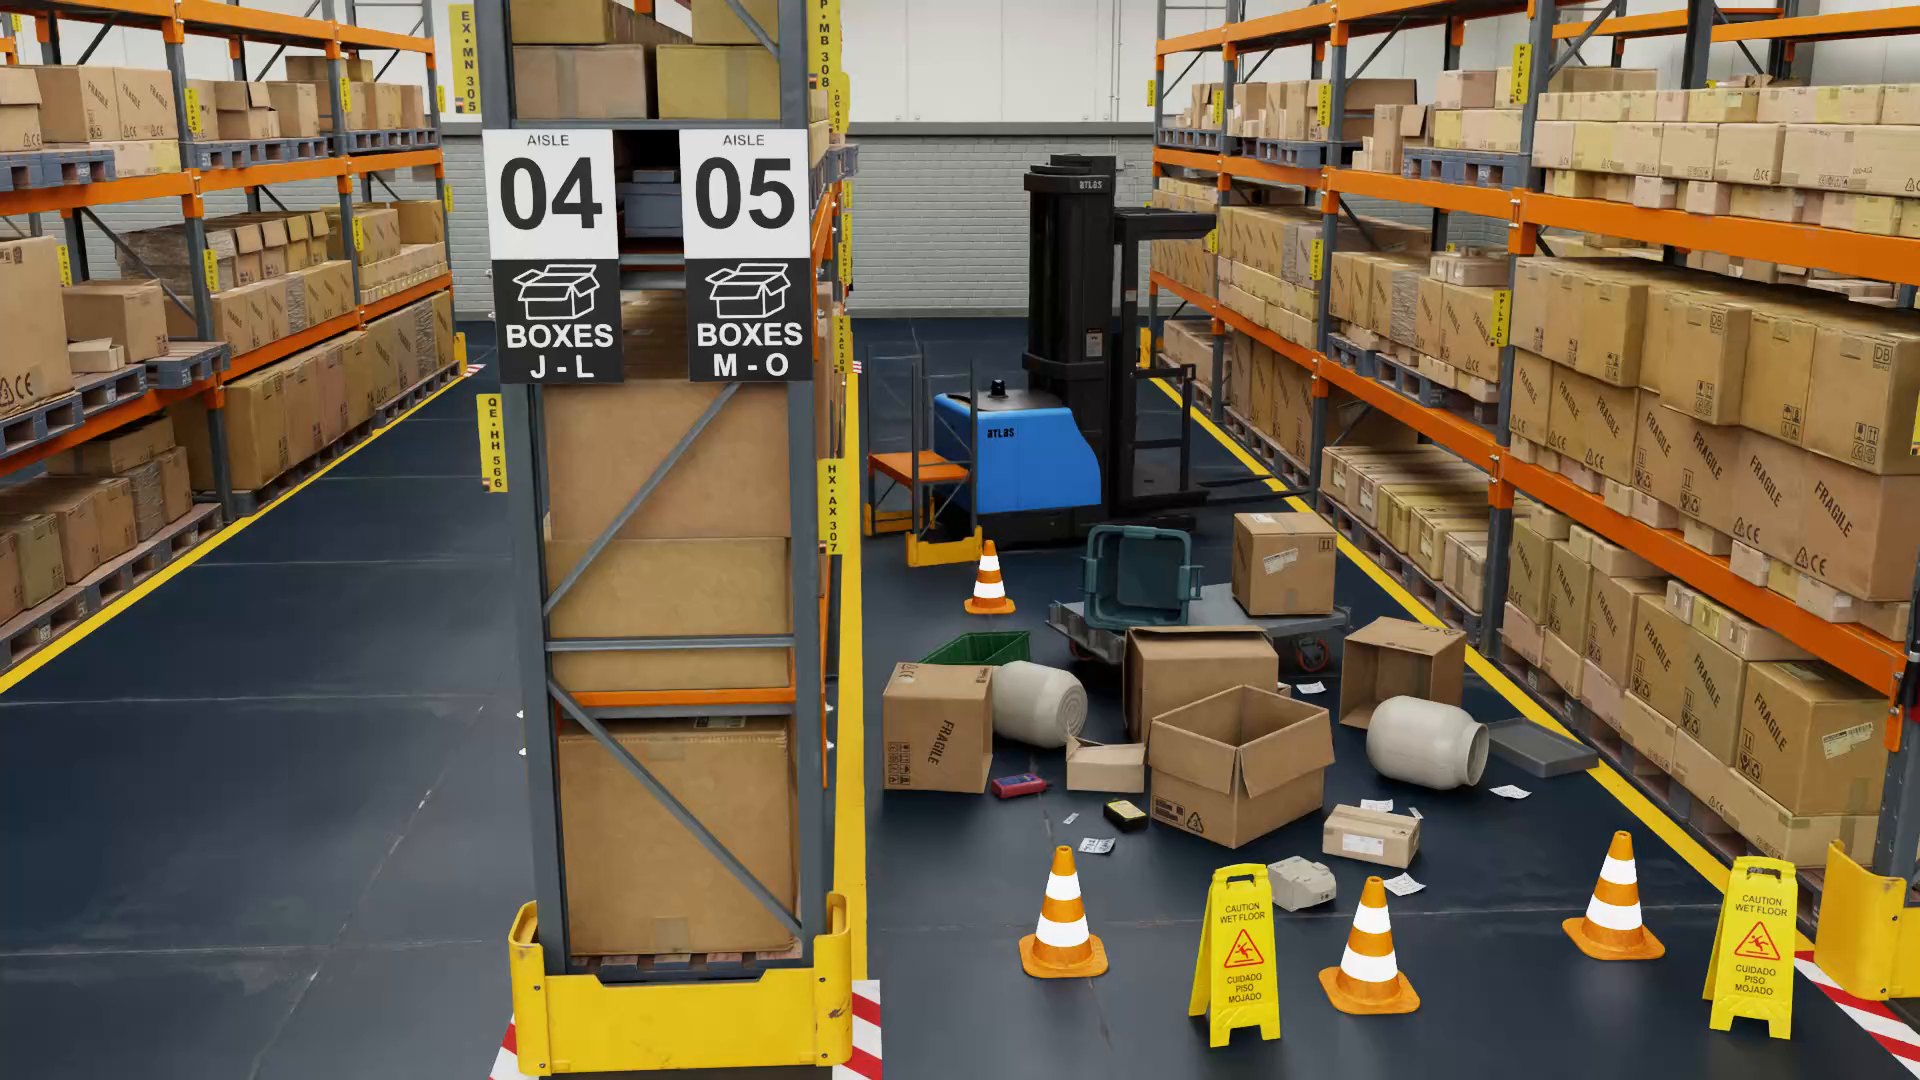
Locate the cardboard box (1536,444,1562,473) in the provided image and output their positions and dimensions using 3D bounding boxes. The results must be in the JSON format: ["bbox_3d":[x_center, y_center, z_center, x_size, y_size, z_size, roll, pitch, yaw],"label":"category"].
[{"bbox_3d":[3.477,-0.475,9.357,0.380,0.149,0.250,0,14,-2],"label":"cardboard box"}]

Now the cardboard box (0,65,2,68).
[{"bbox_3d":[-6.590,-2.955,11.268,0.500,0.500,0.500,-1,14,-5],"label":"cardboard box"}]

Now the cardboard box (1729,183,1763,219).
[{"bbox_3d":[3.606,-1.482,7.250,0.380,0.149,0.250,-1,14,-5],"label":"cardboard box"}]

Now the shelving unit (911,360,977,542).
[{"bbox_3d":[-0.286,-0.667,12.609,0.500,1.500,0.985,-6,15,-21],"label":"shelving unit"}]

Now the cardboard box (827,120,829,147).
[{"bbox_3d":[-0.866,-2.075,8.513,0.380,0.149,0.250,-1,14,-3],"label":"cardboard box"}]

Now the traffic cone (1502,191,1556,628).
[{"bbox_3d":[2.616,-0.841,10.660,3.046,2.808,1.723,-1,14,-3],"label":"traffic cone"}]

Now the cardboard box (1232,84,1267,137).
[{"bbox_3d":[2.980,-4.213,16.316,0.500,0.500,0.500,-1,14,-4],"label":"cardboard box"}]

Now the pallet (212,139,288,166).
[{"bbox_3d":[-6.593,-3.383,14.512,1.003,0.211,1.213,0,14,-1],"label":"pallet"}]

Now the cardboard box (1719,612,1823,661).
[{"bbox_3d":[3.559,0.418,7.250,0.380,0.149,0.250,0,14,-2],"label":"cardboard box"}]

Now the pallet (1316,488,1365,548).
[{"bbox_3d":[3.510,-0.192,13.349,1.003,0.211,1.213,-1,14,-3],"label":"pallet"}]

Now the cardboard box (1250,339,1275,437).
[{"bbox_3d":[3.397,-1.529,16.369,0.887,0.875,0.887,-1,14,-3],"label":"cardboard box"}]

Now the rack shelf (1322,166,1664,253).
[{"bbox_3d":[3.587,-2.344,11.540,1.077,0.370,4.000,-1,14,-3],"label":"rack shelf"}]

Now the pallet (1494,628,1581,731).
[{"bbox_3d":[3.788,0.775,9.591,1.003,0.211,1.213,-1,14,-3],"label":"pallet"}]

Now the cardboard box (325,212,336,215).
[{"bbox_3d":[-6.998,-3.248,17.830,0.500,0.500,0.500,-1,14,-3],"label":"cardboard box"}]

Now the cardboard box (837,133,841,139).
[{"bbox_3d":[-1.107,-3.041,11.943,0.500,0.311,0.500,-1,14,-3],"label":"cardboard box"}]

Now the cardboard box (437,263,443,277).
[{"bbox_3d":[-6.555,-3.304,20.351,0.380,0.149,0.250,-1,14,-3],"label":"cardboard box"}]

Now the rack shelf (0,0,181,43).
[{"bbox_3d":[-6.304,-3.450,10.621,1.077,0.370,4.000,-1,14,-3],"label":"rack shelf"}]

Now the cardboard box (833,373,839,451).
[{"bbox_3d":[-0.988,-0.824,10.008,0.500,0.500,0.500,-1,14,-3],"label":"cardboard box"}]

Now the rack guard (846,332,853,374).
[{"bbox_3d":[-1.962,-2.396,21.333,1.175,0.500,0.348,-1,14,-3],"label":"rack guard"}]

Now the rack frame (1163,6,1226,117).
[{"bbox_3d":[2.970,-6.632,20.743,0.949,2.616,0.053,-1,14,-3],"label":"rack frame"}]

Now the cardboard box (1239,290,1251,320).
[{"bbox_3d":[3.028,-2.289,16.205,0.500,0.250,0.500,-1,14,-4],"label":"cardboard box"}]

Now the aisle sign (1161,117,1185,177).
[{"bbox_3d":[2.673,-4.999,21.218,0.394,0.787,0.004,-1,14,-3],"label":"aisle sign"}]

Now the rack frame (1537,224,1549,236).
[{"bbox_3d":[7.921,-3.804,21.792,1.000,3.000,0.127,-1,14,-3],"label":"rack frame"}]

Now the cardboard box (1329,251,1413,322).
[{"bbox_3d":[3.260,-2.017,13.207,0.500,0.500,0.500,-1,14,-5],"label":"cardboard box"}]

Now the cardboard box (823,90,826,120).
[{"bbox_3d":[-0.906,-2.172,8.090,0.500,0.250,0.500,-1,14,-4],"label":"cardboard box"}]

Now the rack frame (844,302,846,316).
[{"bbox_3d":[-1.967,-3.625,21.095,1.000,3.000,0.127,-1,14,-3],"label":"rack frame"}]

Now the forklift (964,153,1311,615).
[{"bbox_3d":[1.336,-1.354,12.407,3.586,2.935,2.622,-5,15,-19],"label":"forklift"}]

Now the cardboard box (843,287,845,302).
[{"bbox_3d":[-1.410,-2.584,17.554,0.380,0.149,0.250,0,14,-1],"label":"cardboard box"}]

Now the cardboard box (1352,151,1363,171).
[{"bbox_3d":[3.303,-3.497,17.090,0.975,1.149,8.216,-1,14,-4],"label":"cardboard box"}]

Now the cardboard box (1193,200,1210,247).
[{"bbox_3d":[2.887,-3.504,18.417,0.507,0.500,0.507,-1,14,-3],"label":"cardboard box"}]

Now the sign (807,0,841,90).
[{"bbox_3d":[-0.422,-1.567,5.165,0.100,0.325,0.005,-1,14,-3],"label":"sign"}]

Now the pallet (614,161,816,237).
[{"bbox_3d":[-1.032,-1.240,5.984,1.003,0.211,1.213,-1,14,-3],"label":"pallet"}]

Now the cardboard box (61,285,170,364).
[{"bbox_3d":[-6.220,-1.565,12.045,0.700,0.500,0.500,1,14,5],"label":"cardboard box"}]

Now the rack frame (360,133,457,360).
[{"bbox_3d":[-6.924,-3.574,20.895,1.000,3.000,0.127,-1,14,-3],"label":"rack frame"}]

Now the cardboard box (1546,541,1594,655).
[{"bbox_3d":[3.523,0.307,8.985,0.500,0.500,0.500,0,14,-1],"label":"cardboard box"}]

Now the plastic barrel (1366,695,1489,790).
[{"bbox_3d":[2.319,1.010,8.251,0.512,0.421,0.421,10,18,35],"label":"plastic barrel"}]

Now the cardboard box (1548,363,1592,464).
[{"bbox_3d":[3.514,-0.696,8.916,0.500,0.500,0.500,-1,14,-4],"label":"cardboard box"}]

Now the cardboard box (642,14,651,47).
[{"bbox_3d":[-1.397,-1.946,6.409,0.380,0.149,0.250,-1,14,-3],"label":"cardboard box"}]

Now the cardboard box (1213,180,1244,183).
[{"bbox_3d":[3.249,-4.232,19.946,0.380,0.149,0.250,-1,14,-4],"label":"cardboard box"}]

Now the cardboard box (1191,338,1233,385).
[{"bbox_3d":[3.227,-2.075,19.369,0.875,0.438,0.875,-1,14,-5],"label":"cardboard box"}]

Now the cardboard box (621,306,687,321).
[{"bbox_3d":[-1.148,-0.741,7.418,0.875,0.550,0.500,-1,14,-3],"label":"cardboard box"}]

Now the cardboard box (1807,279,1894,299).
[{"bbox_3d":[8.028,-2.203,15.025,0.500,0.250,0.500,-2,15,-6],"label":"cardboard box"}]

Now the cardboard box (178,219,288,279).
[{"bbox_3d":[-6.543,-2.629,15.011,0.797,0.503,0.637,0,14,-2],"label":"cardboard box"}]

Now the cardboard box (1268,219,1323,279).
[{"bbox_3d":[3.106,-2.645,15.080,0.500,0.500,0.500,-1,14,-3],"label":"cardboard box"}]

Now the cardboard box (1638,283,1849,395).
[{"bbox_3d":[3.658,-0.925,7.798,0.700,0.500,0.500,-1,14,-4],"label":"cardboard box"}]

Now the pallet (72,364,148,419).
[{"bbox_3d":[-6.265,-0.999,11.276,1.003,0.211,1.213,-1,14,-3],"label":"pallet"}]

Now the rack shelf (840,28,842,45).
[{"bbox_3d":[-1.595,-4.496,14.688,1.077,0.370,4.000,-1,14,-3],"label":"rack shelf"}]

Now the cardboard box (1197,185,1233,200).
[{"bbox_3d":[0.394,-4.087,18.174,5.399,0.750,0.774,-1,14,-4],"label":"cardboard box"}]

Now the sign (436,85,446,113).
[{"bbox_3d":[-6.381,-5.422,20.440,0.100,0.325,0.005,-1,14,-3],"label":"sign"}]

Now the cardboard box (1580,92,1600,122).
[{"bbox_3d":[3.457,-2.246,8.620,0.380,0.149,0.250,-1,14,-5],"label":"cardboard box"}]
